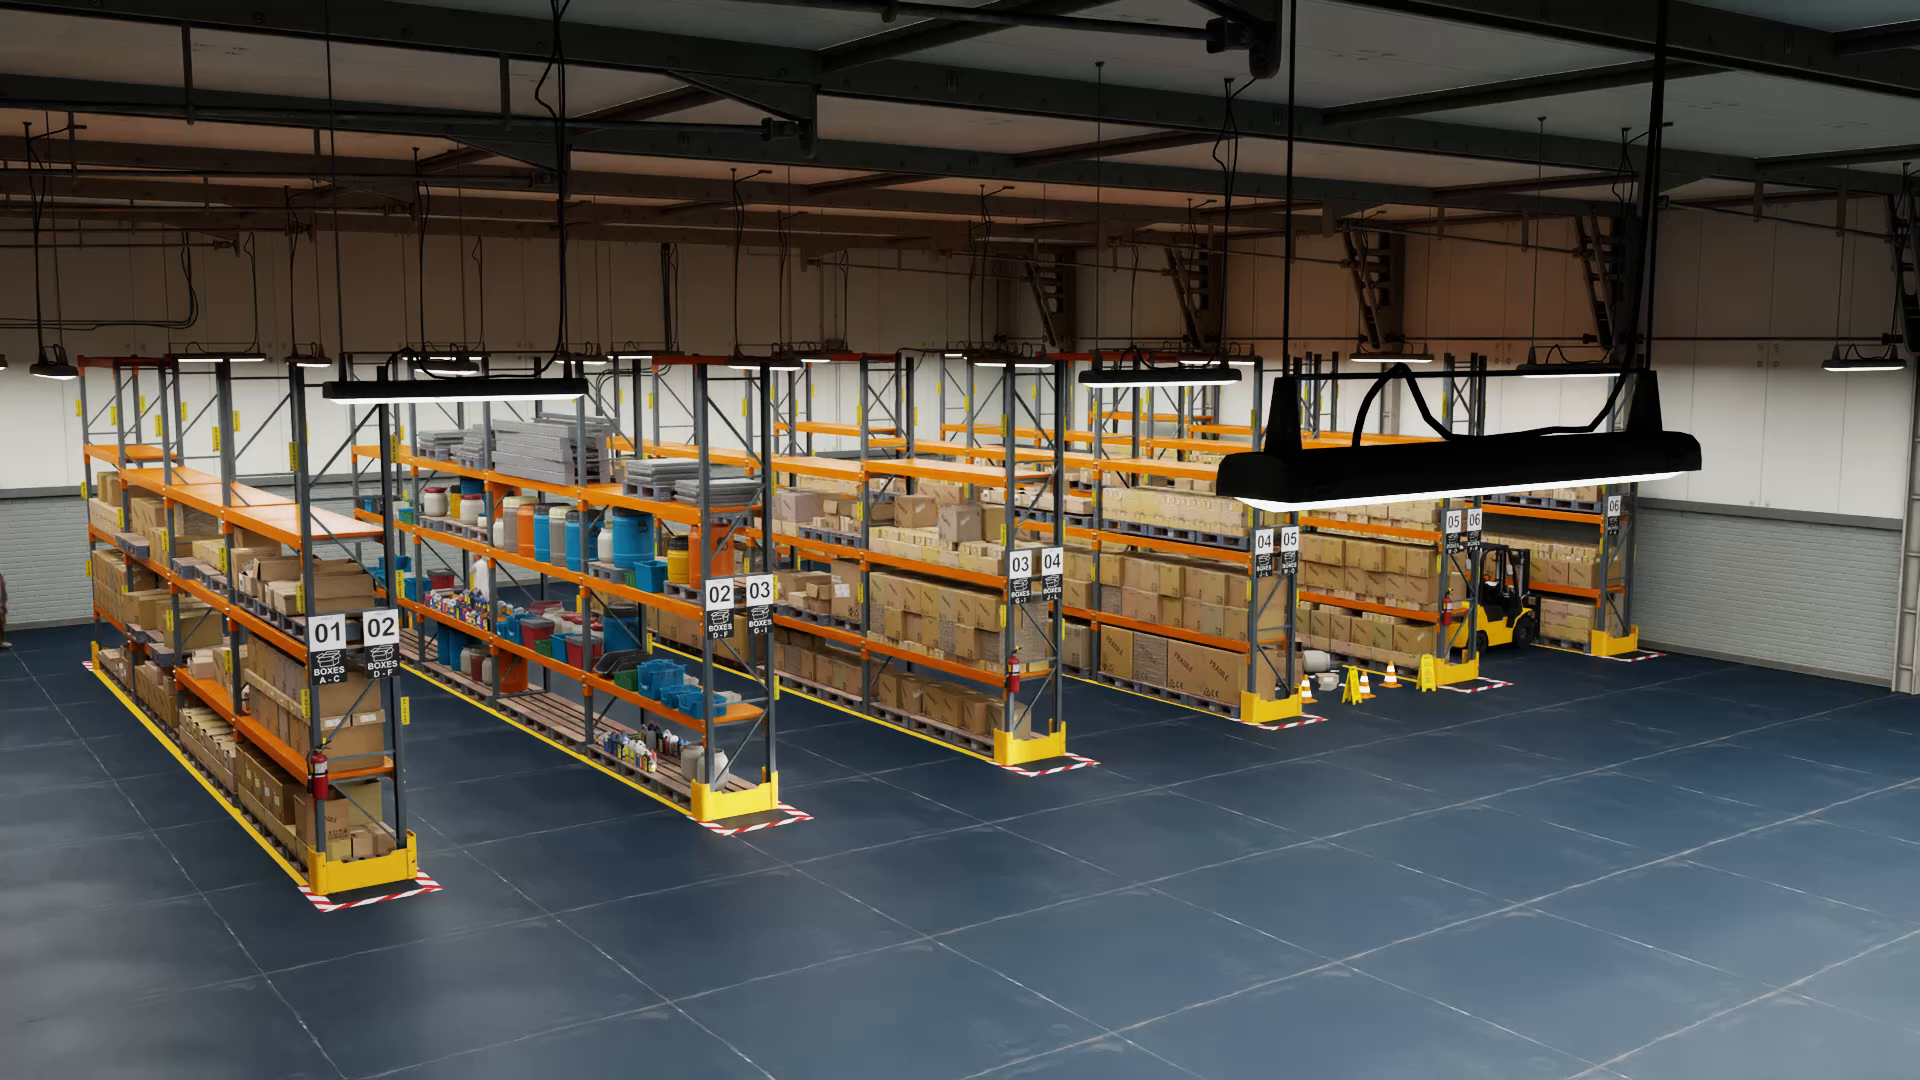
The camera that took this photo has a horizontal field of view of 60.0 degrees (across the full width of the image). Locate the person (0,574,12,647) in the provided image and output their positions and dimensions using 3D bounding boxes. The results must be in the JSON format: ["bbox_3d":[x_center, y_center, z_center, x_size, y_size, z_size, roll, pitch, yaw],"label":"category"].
[{"bbox_3d":[-19.818,1.316,34.062,0.862,1.754,0.587,1,7,6],"label":"person"}]

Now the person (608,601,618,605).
[{"bbox_3d":[-6.283,1.868,30.346,0.436,1.538,0.972,-5,9,-35],"label":"person"}]

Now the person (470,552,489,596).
[{"bbox_3d":[-10.345,1.090,35.959,0.540,1.779,0.638,0,7,2],"label":"person"}]
